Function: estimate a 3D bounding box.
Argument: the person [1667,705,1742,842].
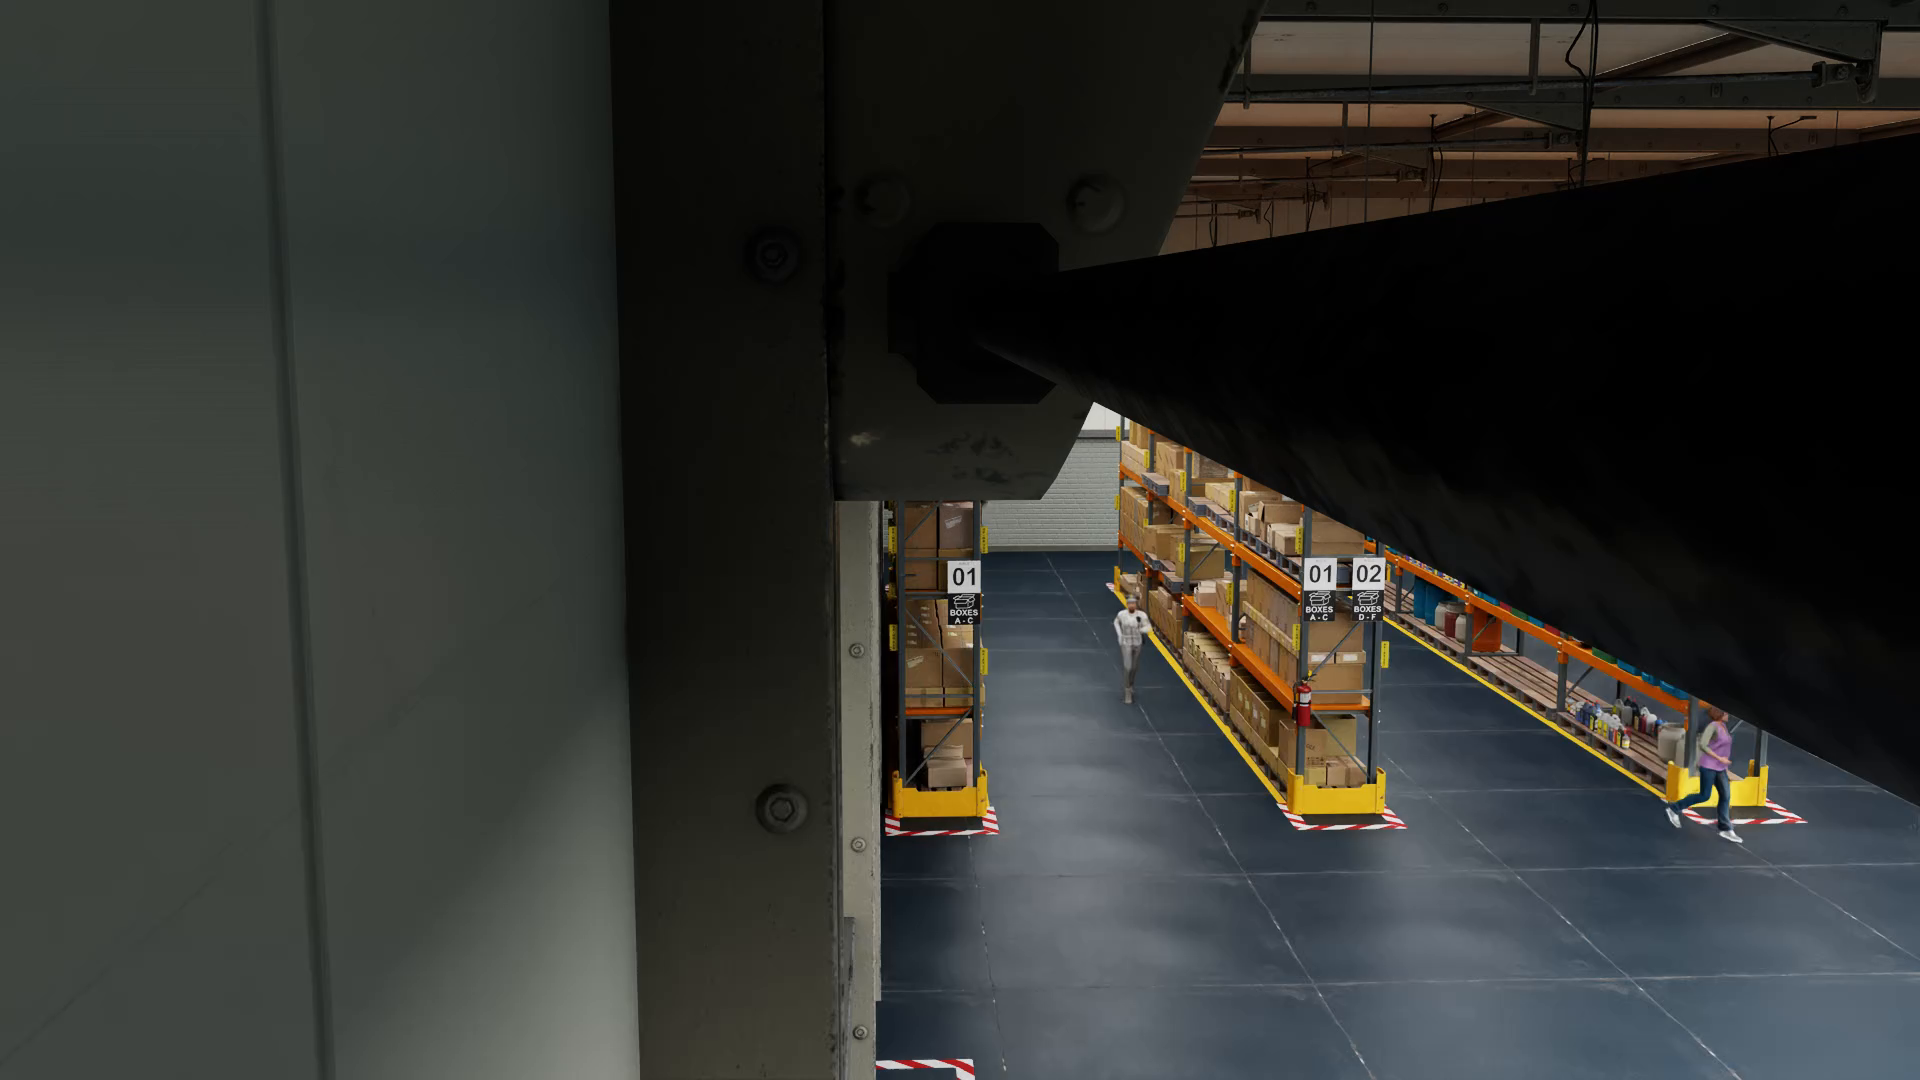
[{"bbox_3d":[8.961,2.716,19.754,0.604,1.564,0.877,-7,11,-41],"label":"person"}]

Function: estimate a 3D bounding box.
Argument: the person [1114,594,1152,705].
[{"bbox_3d":[2.757,1.704,26.459,0.585,1.751,0.774,0,8,1],"label":"person"}]
